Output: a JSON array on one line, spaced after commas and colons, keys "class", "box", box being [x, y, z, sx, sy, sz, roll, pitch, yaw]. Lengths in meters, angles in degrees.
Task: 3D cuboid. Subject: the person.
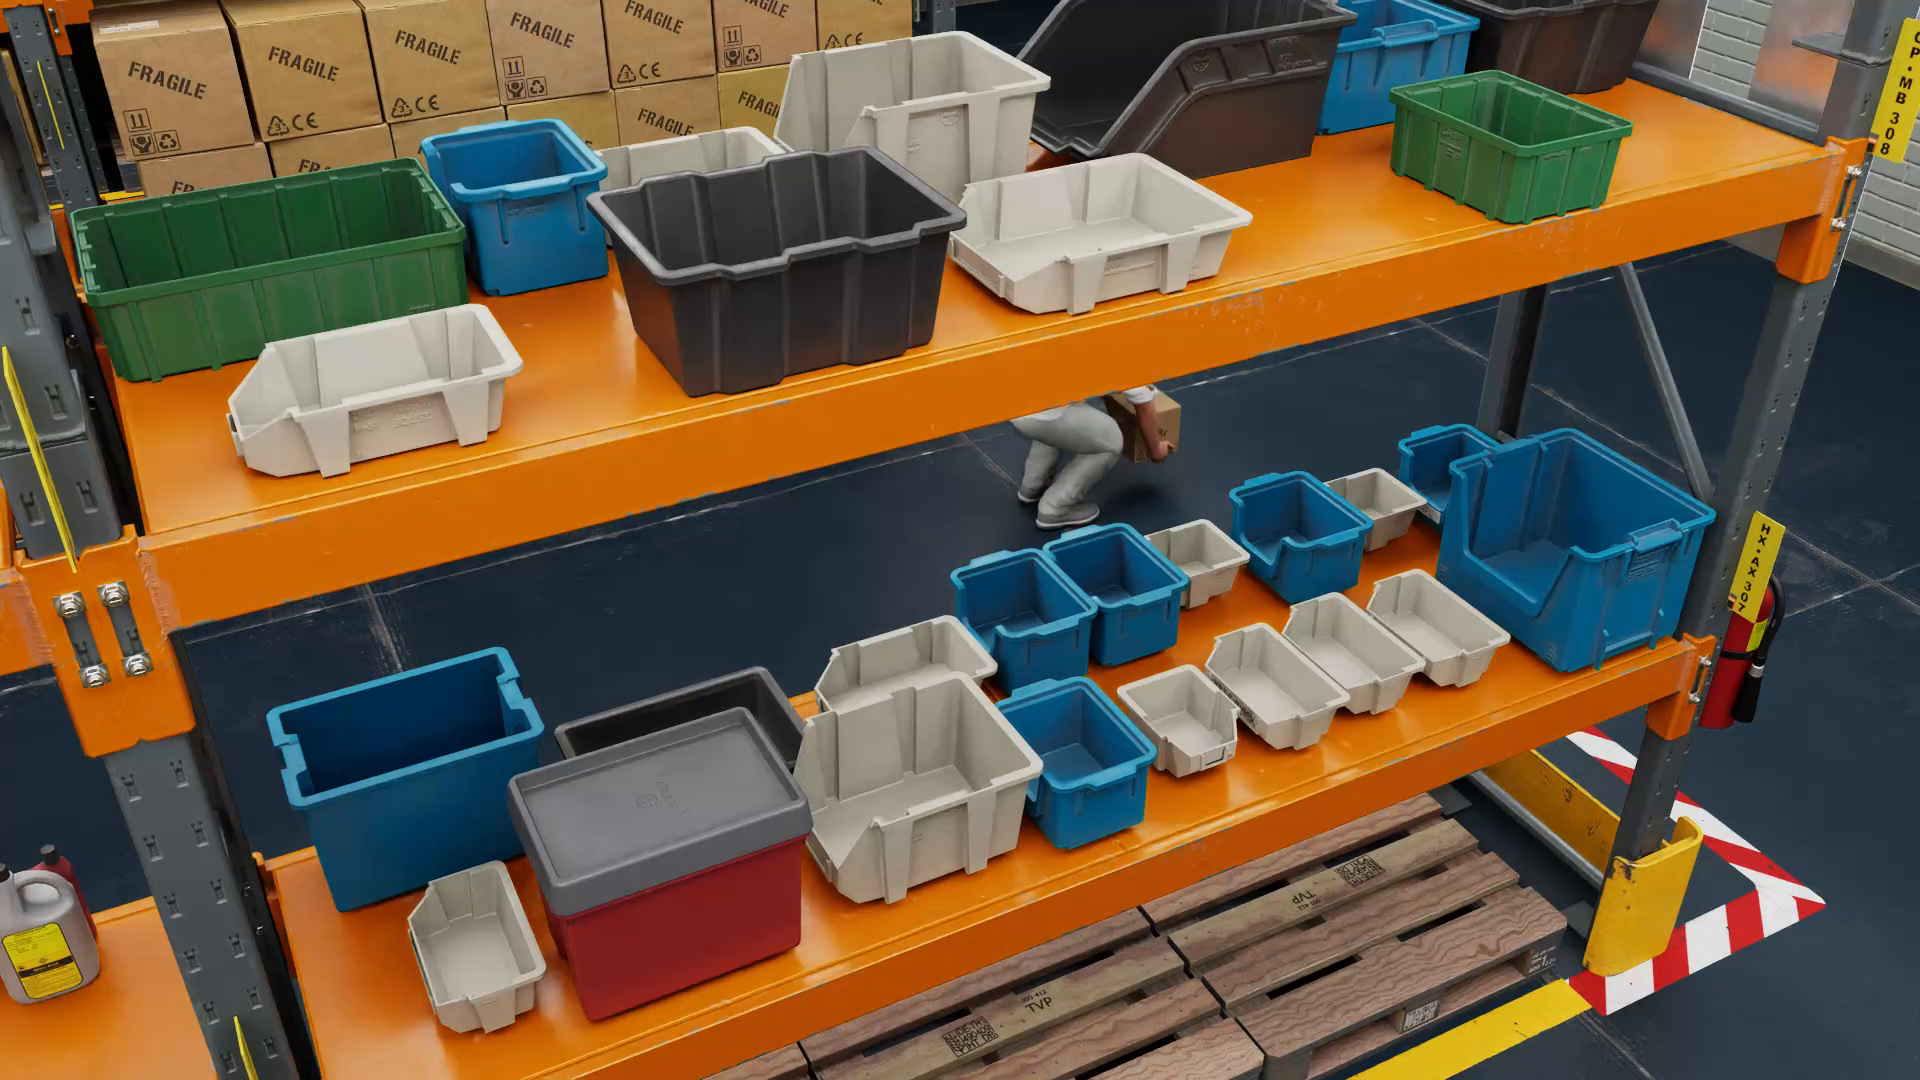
[{"class": "person", "box": [0.601, -0.629, 7.782, 1.019, 1.025, 0.529, -17, 37, -25]}]
